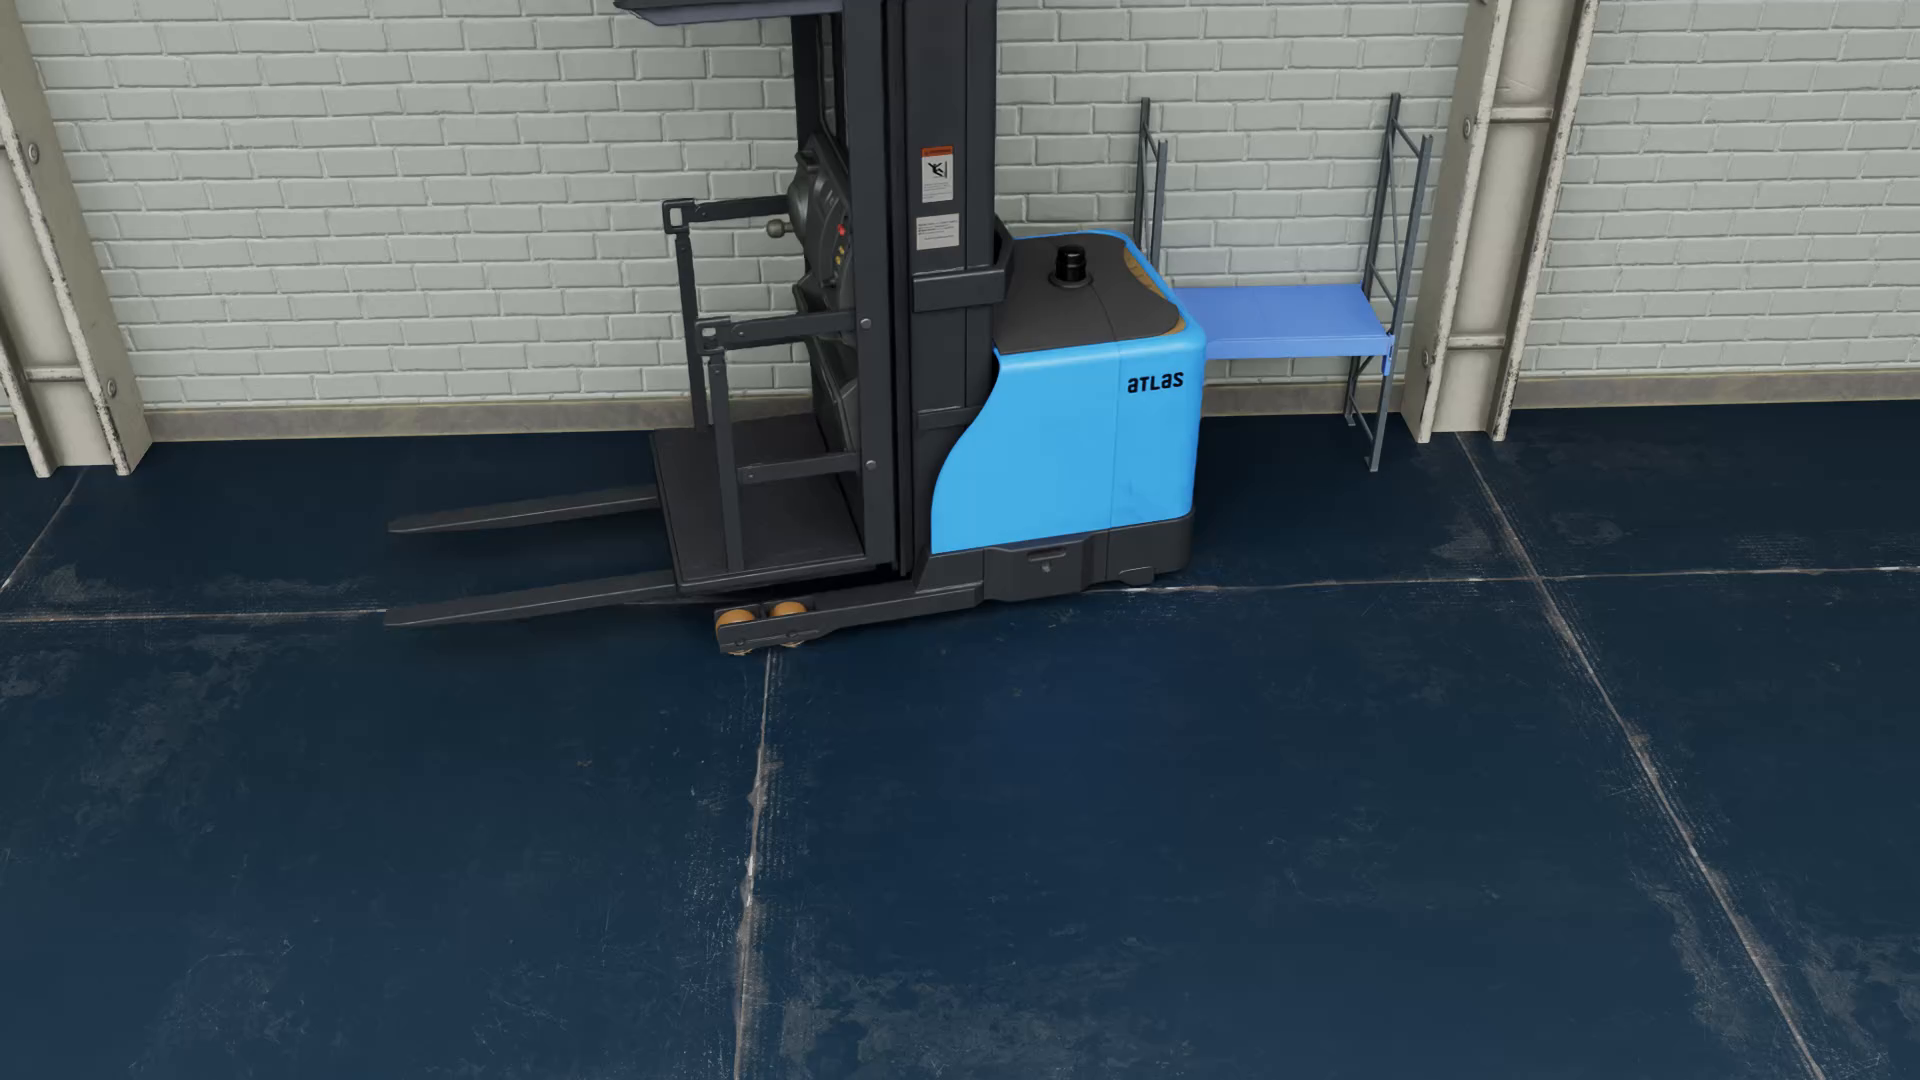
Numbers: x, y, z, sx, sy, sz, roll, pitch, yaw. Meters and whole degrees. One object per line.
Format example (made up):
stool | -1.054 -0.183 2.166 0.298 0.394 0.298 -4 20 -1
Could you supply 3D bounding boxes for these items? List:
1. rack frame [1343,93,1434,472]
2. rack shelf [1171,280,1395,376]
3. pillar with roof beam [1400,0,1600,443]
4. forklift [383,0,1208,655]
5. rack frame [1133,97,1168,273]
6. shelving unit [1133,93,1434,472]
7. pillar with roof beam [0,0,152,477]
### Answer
rack frame | 1.774 -1.052 6.953 0.032 1.500 0.500 -2 35 -2
rack shelf | 1.266 -0.890 7.034 1.000 0.185 0.538 -2 35 -2
pillar with roof beam | 2.421 -1.777 1.410 0.400 9.000 9.100 -2 35 -2
forklift | -0.669 -1.115 5.786 3.031 2.935 1.130 -8 36 -12
rack frame | 0.759 -1.023 6.910 0.032 1.500 0.500 -2 35 -2
shelving unit | 1.266 -1.038 6.931 1.048 1.500 0.538 -2 35 -2
pillar with roof beam | -3.573 -1.615 1.177 0.400 9.000 9.100 -2 35 -2
